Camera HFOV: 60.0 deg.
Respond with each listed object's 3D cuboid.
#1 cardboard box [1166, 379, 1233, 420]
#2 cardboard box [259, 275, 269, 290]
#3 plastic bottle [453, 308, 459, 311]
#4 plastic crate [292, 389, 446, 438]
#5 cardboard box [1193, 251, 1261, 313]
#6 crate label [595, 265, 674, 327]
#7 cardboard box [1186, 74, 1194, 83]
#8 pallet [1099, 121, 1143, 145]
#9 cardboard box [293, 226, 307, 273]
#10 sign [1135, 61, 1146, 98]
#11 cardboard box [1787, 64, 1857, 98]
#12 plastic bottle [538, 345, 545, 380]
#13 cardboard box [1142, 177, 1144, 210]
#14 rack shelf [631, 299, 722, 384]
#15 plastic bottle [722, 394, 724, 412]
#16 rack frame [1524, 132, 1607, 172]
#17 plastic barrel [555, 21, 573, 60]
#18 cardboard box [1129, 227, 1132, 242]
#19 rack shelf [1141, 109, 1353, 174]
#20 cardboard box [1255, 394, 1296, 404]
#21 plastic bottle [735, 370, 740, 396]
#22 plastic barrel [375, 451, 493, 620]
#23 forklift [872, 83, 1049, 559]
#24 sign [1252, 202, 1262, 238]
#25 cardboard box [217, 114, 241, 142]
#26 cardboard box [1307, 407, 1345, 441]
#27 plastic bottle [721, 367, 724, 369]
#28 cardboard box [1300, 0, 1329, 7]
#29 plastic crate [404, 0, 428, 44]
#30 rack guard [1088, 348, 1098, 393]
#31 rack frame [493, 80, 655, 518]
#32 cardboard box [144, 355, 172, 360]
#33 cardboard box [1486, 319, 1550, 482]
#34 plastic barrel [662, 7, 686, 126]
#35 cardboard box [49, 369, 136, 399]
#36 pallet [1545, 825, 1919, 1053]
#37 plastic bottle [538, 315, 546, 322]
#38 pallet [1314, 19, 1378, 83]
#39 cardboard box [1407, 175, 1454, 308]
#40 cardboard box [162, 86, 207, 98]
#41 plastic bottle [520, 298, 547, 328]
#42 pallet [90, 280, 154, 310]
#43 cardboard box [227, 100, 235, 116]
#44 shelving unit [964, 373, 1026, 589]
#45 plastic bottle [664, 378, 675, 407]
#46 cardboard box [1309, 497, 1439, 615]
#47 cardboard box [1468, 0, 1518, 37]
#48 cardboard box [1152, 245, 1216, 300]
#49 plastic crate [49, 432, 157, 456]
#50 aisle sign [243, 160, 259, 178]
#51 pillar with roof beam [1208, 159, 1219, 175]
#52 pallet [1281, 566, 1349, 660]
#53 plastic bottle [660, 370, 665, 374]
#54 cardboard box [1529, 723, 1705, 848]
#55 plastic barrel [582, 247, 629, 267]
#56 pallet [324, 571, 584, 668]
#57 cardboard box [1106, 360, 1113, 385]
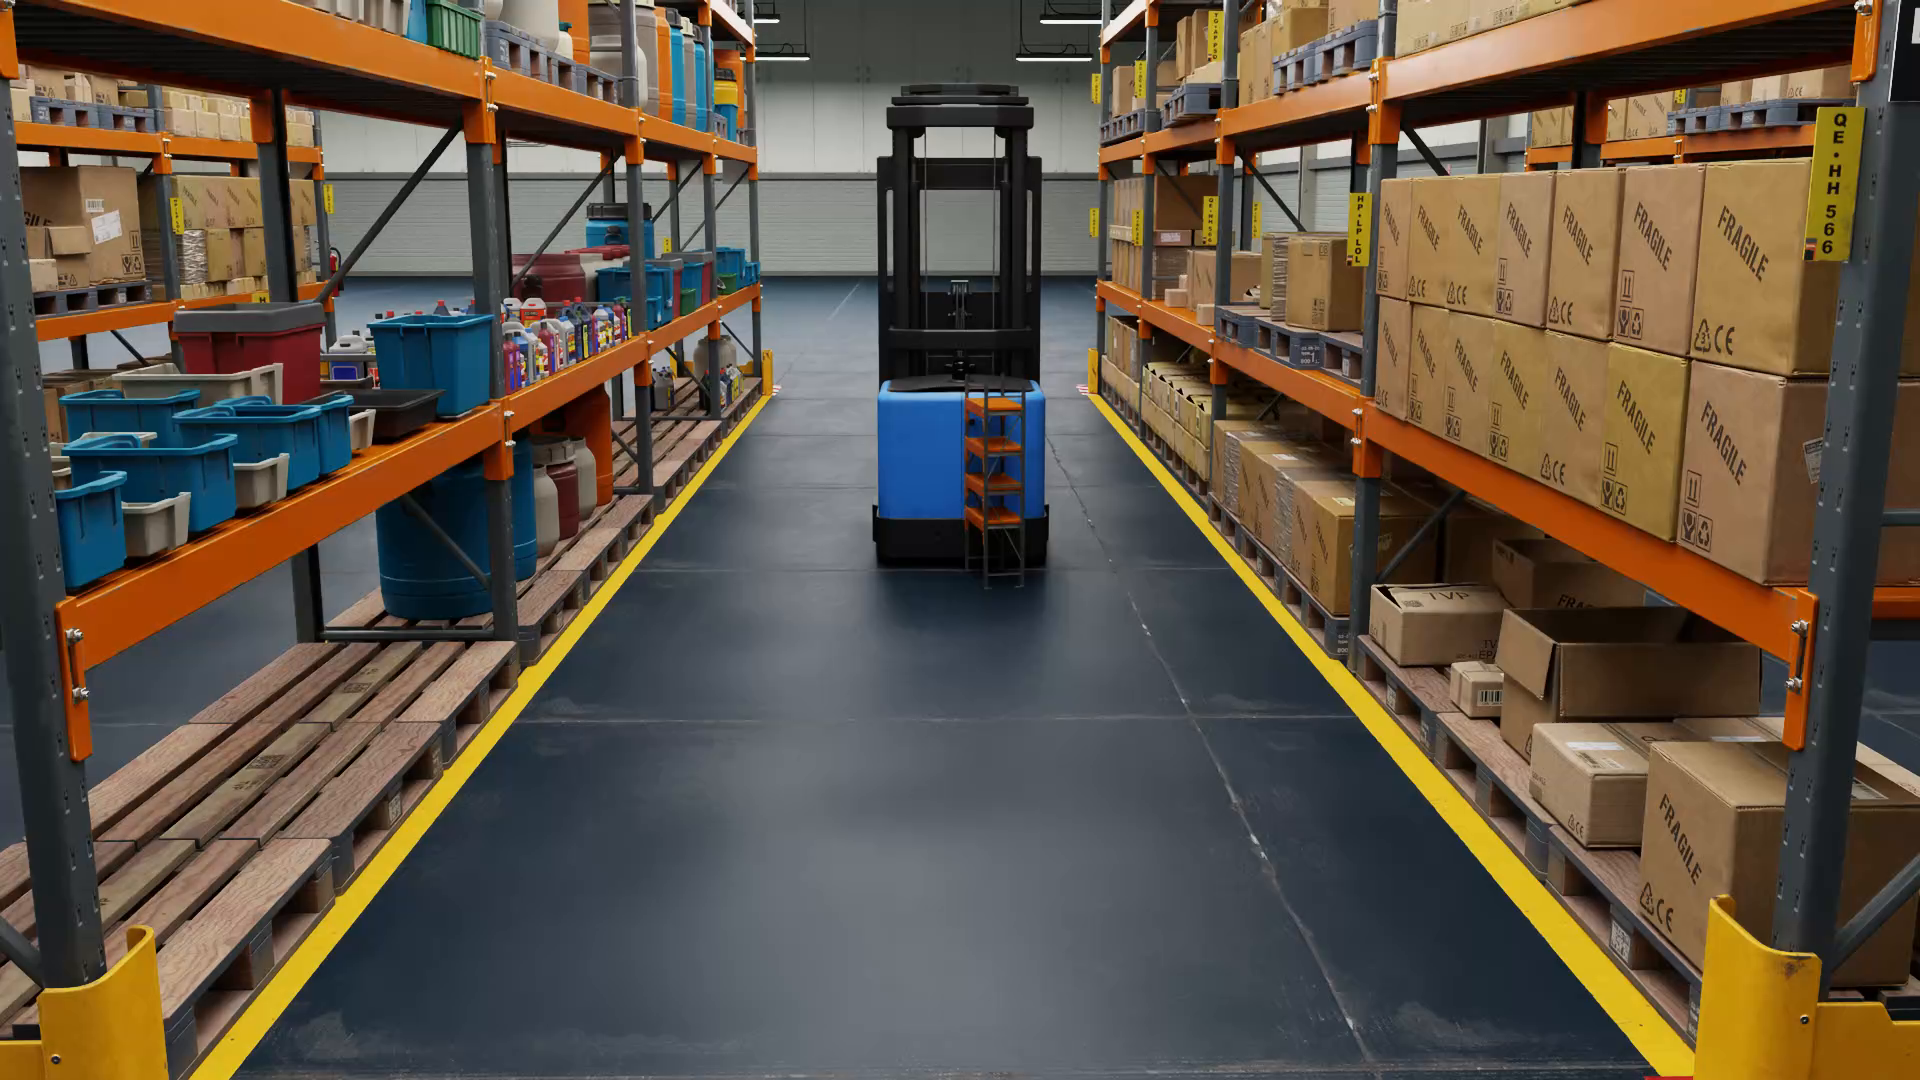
[{"bbox_3d":[1.989,-1.174,13.752,0.500,0.311,0.500,0,11,0],"label":"cardboard box"},{"bbox_3d":[-7.442,-2.709,17.497,0.380,0.149,0.250,0,11,-1],"label":"cardboard box"},{"bbox_3d":[-3.009,-1.241,9.925,0.061,0.283,0.133,0,11,-1],"label":"plastic bottle"},{"bbox_3d":[-2.299,-0.493,6.488,0.437,0.125,0.590,0,11,-1],"label":"plastic crate"},{"bbox_3d":[2.217,-2.122,13.723,0.500,0.500,0.500,0,11,-1],"label":"cardboard box"},{"bbox_3d":[-2.423,-1.831,12.452,0.502,0.435,0.616,0,11,-1],"label":"crate label"},{"bbox_3d":[2.214,-3.801,14.026,0.500,0.250,0.500,-1,12,-7],"label":"cardboard box"},{"bbox_3d":[2.103,-4.511,18.429,1.003,0.211,1.213,0,11,-1],"label":"pallet"},{"bbox_3d":[-7.676,-3.172,18.149,0.875,0.500,0.500,0,11,-1],"label":"cardboard box"},{"bbox_3d":[1.642,-4.190,15.122,0.100,0.325,0.005,0,11,-1],"label":"sign"},{"bbox_3d":[7.106,-3.822,13.501,0.500,0.500,0.500,-1,11,-3],"label":"cardboard box"},{"bbox_3d":[-2.204,-0.932,8.607,0.097,0.201,0.097,0,11,0],"label":"plastic bottle"},{"bbox_3d":[2.169,-3.303,16.284,0.700,0.500,0.500,0,11,-1],"label":"cardboard box"},{"bbox_3d":[-2.714,-1.660,13.508,1.077,0.370,4.000,0,11,-1],"label":"rack shelf"},{"bbox_3d":[-2.326,-1.340,16.051,0.097,0.201,0.097,0,11,0],"label":"plastic bottle"},{"bbox_3d":[7.066,-3.246,19.516,1.000,3.000,0.127,0,11,-1],"label":"rack frame"},{"bbox_3d":[-2.504,-3.011,10.103,0.301,0.262,0.301,0,11,0],"label":"plastic barrel"},{"bbox_3d":[1.944,-3.155,17.185,0.380,0.149,0.250,0,11,1],"label":"cardboard box"},{"bbox_3d":[2.238,-3.150,13.306,1.077,0.370,4.000,0,11,-1],"label":"rack shelf"},{"bbox_3d":[2.543,-0.978,12.783,0.500,0.311,0.500,-1,11,-3],"label":"cardboard box"},{"bbox_3d":[-2.381,-1.645,17.368,0.152,0.276,0.135,-1,11,-3],"label":"plastic bottle"},{"bbox_3d":[-2.585,-0.106,8.258,0.600,0.901,0.708,0,11,-1],"label":"plastic barrel"},{"bbox_3d":[-0.008,-1.562,11.385,1.130,2.935,3.031,0,11,-1],"label":"forklift"},{"bbox_3d":[2.739,-2.963,15.406,0.100,0.325,0.005,0,11,-1],"label":"sign"},{"bbox_3d":[-7.477,-4.081,16.464,0.500,0.250,0.500,-1,11,-3],"label":"cardboard box"},{"bbox_3d":[2.539,-0.797,10.737,0.500,0.250,0.500,0,11,1],"label":"cardboard box"},{"bbox_3d":[-2.491,-1.676,17.501,0.061,0.283,0.133,0,11,-1],"label":"plastic bottle"},{"bbox_3d":[2.303,-3.354,9.739,0.500,0.500,0.500,0,11,-1],"label":"cardboard box"},{"bbox_3d":[-2.252,-2.029,6.390,0.416,0.233,0.300,0,11,-1],"label":"plastic crate"},{"bbox_3d":[2.113,-2.005,19.684,1.175,0.500,0.348,0,11,-1],"label":"rack guard"},{"bbox_3d":[-2.673,-1.615,11.477,1.000,3.000,0.127,0,11,-1],"label":"rack frame"},{"bbox_3d":[-7.695,-1.564,16.456,0.500,0.500,0.500,4,12,17],"label":"cardboard box"},{"bbox_3d":[2.134,-0.484,5.649,0.500,0.500,0.500,0,11,-2],"label":"cardboard box"},{"bbox_3d":[-2.501,-3.766,13.272,0.600,0.901,0.708,0,11,-1],"label":"plastic barrel"},{"bbox_3d":[-7.716,-1.258,14.899,0.700,0.500,0.500,-1,12,-6],"label":"cardboard box"},{"bbox_3d":[2.426,1.149,4.868,1.003,0.211,1.213,0,11,-1],"label":"pallet"},{"bbox_3d":[-2.366,-1.142,9.468,0.097,0.271,0.097,0,11,0],"label":"plastic bottle"},{"bbox_3d":[2.419,-2.348,8.015,1.213,0.211,1.003,0,11,-1],"label":"pallet"},{"bbox_3d":[2.101,-1.181,6.572,0.500,0.500,0.500,-1,11,-3],"label":"cardboard box"},{"bbox_3d":[-8.030,-4.799,17.368,0.500,0.500,0.500,0,11,-1],"label":"cardboard box"},{"bbox_3d":[-2.835,-1.468,11.062,0.152,0.276,0.135,0,11,-1],"label":"plastic bottle"},{"bbox_3d":[-7.837,-2.144,14.563,1.003,0.211,1.213,0,11,-1],"label":"pallet"},{"bbox_3d":[-7.471,-4.307,16.575,0.380,0.149,0.250,0,11,-2],"label":"cardboard box"},{"bbox_3d":[0.202,-0.355,9.791,0.258,1.200,0.503,-3,12,-12],"label":"shelving unit"},{"bbox_3d":[-2.914,-1.462,16.464,0.152,0.276,0.135,0,11,-1],"label":"plastic bottle"},{"bbox_3d":[2.065,0.073,8.337,0.500,0.500,0.500,0,11,-1],"label":"cardboard box"},{"bbox_3d":[2.140,-1.940,5.909,0.500,0.250,0.500,0,11,-1],"label":"cardboard box"},{"bbox_3d":[2.181,-2.567,15.917,0.700,0.500,0.500,-1,11,-3],"label":"cardboard box"},{"bbox_3d":[-2.752,-0.258,5.300,0.298,0.136,0.250,0,11,-1],"label":"plastic crate"},{"bbox_3d":[-8.092,-4.470,19.011,0.394,0.787,0.004,0,11,-1],"label":"aisle sign"},{"bbox_3d":[3.022,-11.997,47.559,9.100,9.000,0.548,0,11,-1],"label":"pillar with roof beam"},{"bbox_3d":[2.307,0.365,8.728,1.003,0.211,1.213,0,11,-1],"label":"pallet"},{"bbox_3d":[-3.103,-1.634,17.326,0.097,0.271,0.097,0,11,0],"label":"plastic bottle"},{"bbox_3d":[2.197,0.791,5.424,0.500,0.250,0.500,0,11,-1],"label":"cardboard box"},{"bbox_3d":[-2.940,-2.140,13.722,0.433,0.535,0.433,0,11,0],"label":"plastic barrel"},{"bbox_3d":[-2.565,0.393,8.592,1.003,0.211,1.213,0,11,-1],"label":"pallet"},{"bbox_3d":[1.917,-1.877,18.624,0.500,0.250,0.500,0,11,-1],"label":"cardboard box"}]
